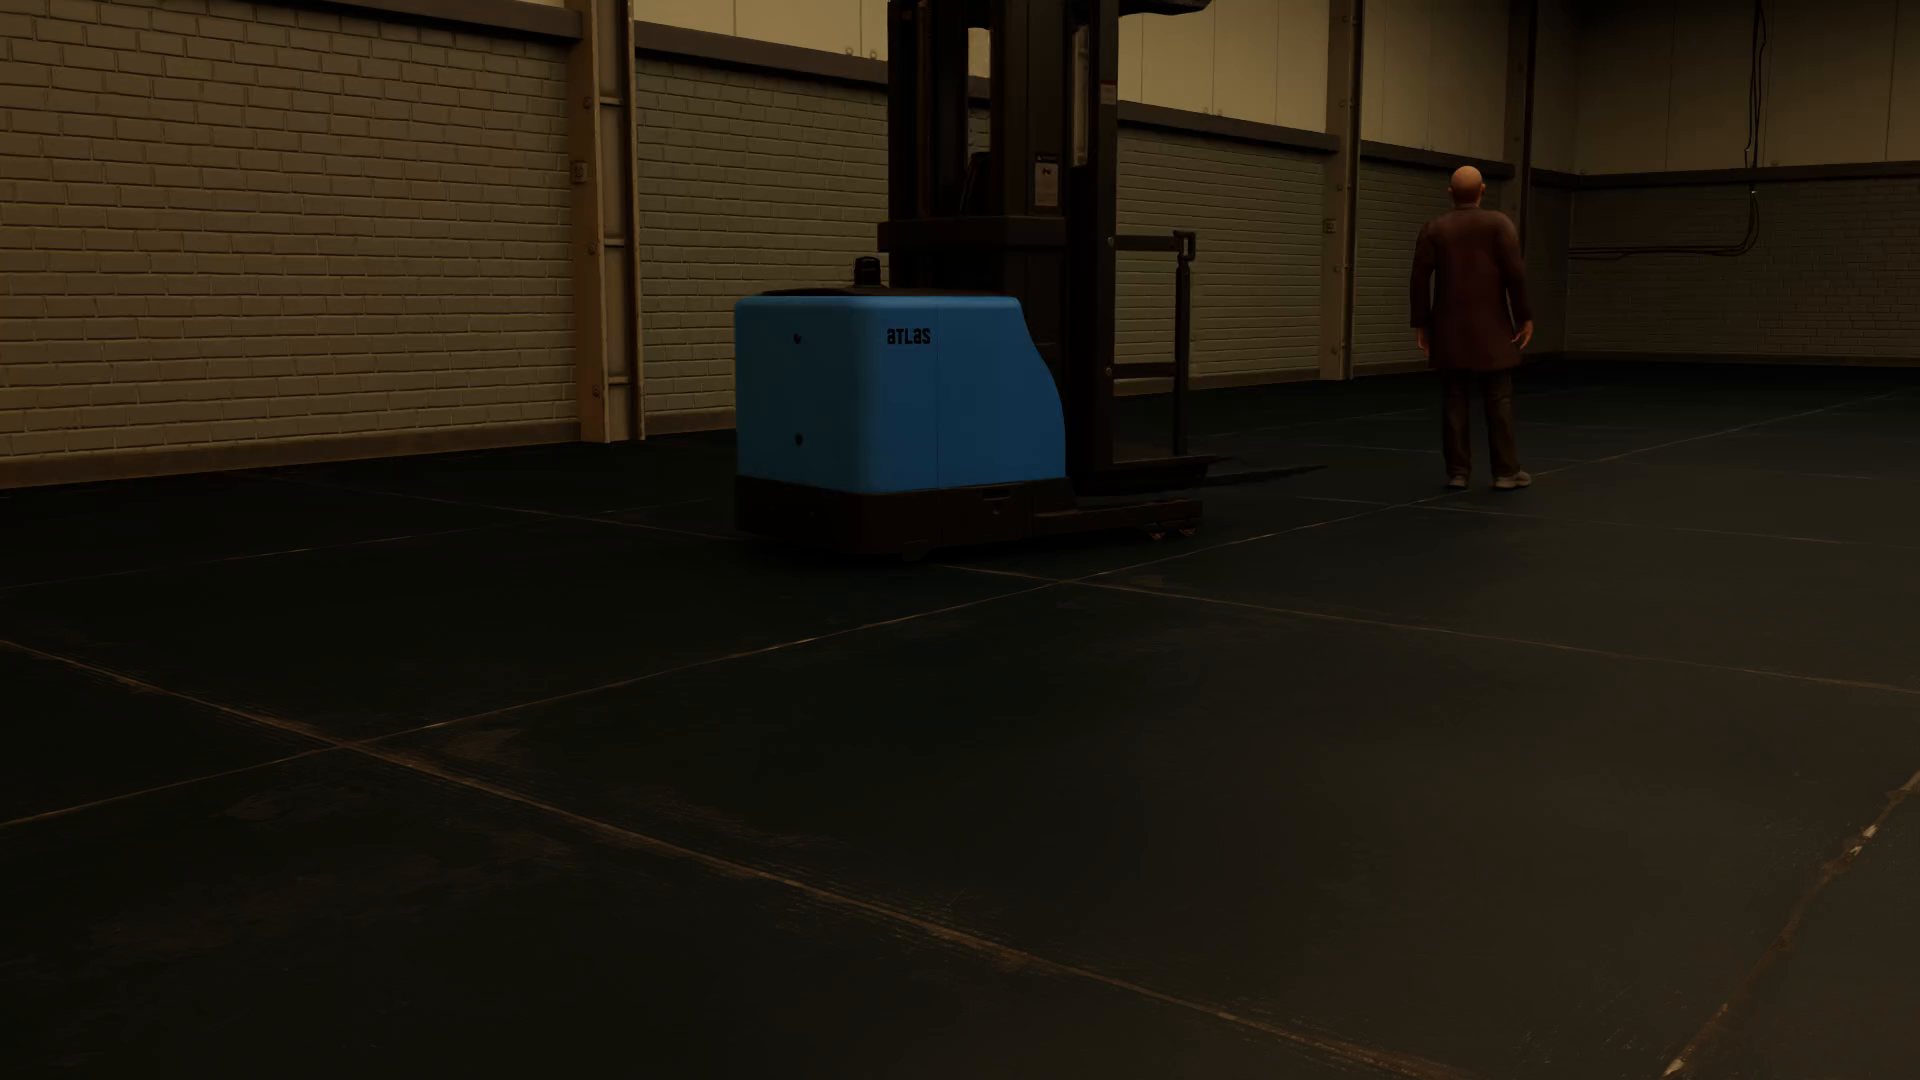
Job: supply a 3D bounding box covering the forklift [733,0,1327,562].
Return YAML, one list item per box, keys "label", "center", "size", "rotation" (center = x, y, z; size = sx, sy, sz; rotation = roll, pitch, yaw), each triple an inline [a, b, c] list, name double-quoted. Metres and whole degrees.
- label: "forklift"
  center: [0.482, -1.510, 7.601]
  size: [3.031, 2.935, 1.130]
  rotation: [-7, 11, -38]

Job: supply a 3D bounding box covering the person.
- label: "person"
  center: [2.872, -1.180, 9.313]
  size: [0.690, 1.784, 0.475]
  rotation: [5, 10, 32]
